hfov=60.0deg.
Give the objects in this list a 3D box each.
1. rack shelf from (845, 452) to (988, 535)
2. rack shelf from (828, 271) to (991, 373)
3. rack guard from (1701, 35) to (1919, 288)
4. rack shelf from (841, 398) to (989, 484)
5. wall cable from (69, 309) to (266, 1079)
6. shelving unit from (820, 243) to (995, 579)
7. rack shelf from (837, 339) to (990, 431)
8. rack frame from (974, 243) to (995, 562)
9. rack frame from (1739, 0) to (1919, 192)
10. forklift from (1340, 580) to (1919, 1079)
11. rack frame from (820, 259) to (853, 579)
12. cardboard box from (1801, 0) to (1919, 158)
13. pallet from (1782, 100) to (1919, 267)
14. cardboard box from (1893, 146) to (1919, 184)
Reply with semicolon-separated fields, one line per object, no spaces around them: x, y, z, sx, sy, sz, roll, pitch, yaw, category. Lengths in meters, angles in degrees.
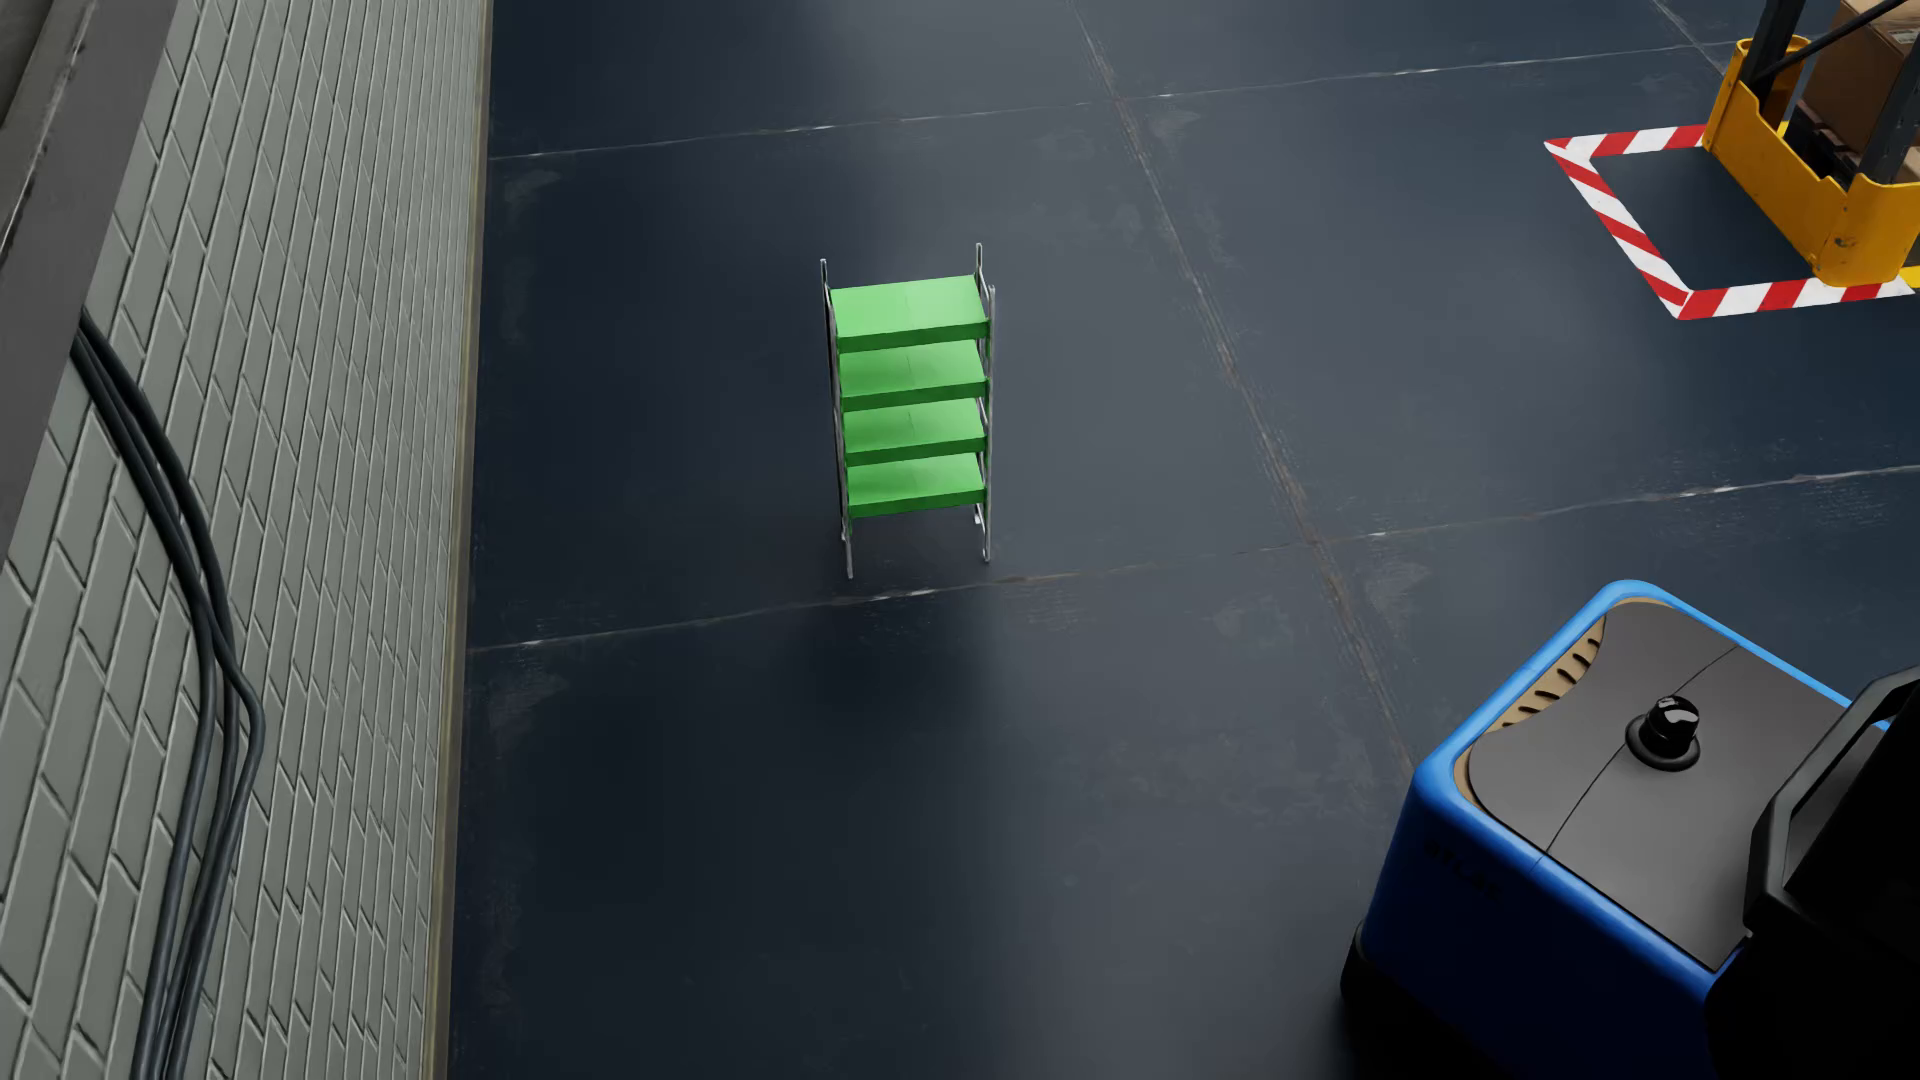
-0.163;-0.185;5.735;0.480;0.148;0.258;-7;46;-7;rack shelf
-0.163;-0.685;5.217;0.480;0.148;0.258;-7;46;-7;rack shelf
3.713;-1.663;7.223;0.348;0.500;1.175;-7;46;-7;rack guard
-0.163;-0.352;5.562;0.480;0.148;0.258;-7;46;-7;rack shelf
-1.148;0.430;1.461;0.112;2.526;3.097;-7;46;-7;wall cable
-0.163;-0.396;5.516;0.503;1.200;0.258;-7;46;-7;shelving unit
-0.163;-0.518;5.389;0.480;0.148;0.258;-7;46;-7;rack shelf
0.077;-0.426;5.545;0.015;1.200;0.240;-7;46;-7;rack frame
3.638;-2.521;6.314;0.127;3.000;1.000;-7;46;-7;rack frame
2.450;0.812;3.150;1.130;2.935;3.031;-35;55;-29;forklift
-0.404;-0.366;5.487;0.015;1.200;0.240;-7;46;-7;rack frame
4.132;-2.048;7.288;0.500;0.500;0.500;-7;46;-7;cardboard box
4.498;-1.661;7.422;1.213;0.211;1.003;-7;46;-7;pallet
4.109;-1.492;6.997;0.250;0.149;0.380;-7;46;-7;cardboard box
